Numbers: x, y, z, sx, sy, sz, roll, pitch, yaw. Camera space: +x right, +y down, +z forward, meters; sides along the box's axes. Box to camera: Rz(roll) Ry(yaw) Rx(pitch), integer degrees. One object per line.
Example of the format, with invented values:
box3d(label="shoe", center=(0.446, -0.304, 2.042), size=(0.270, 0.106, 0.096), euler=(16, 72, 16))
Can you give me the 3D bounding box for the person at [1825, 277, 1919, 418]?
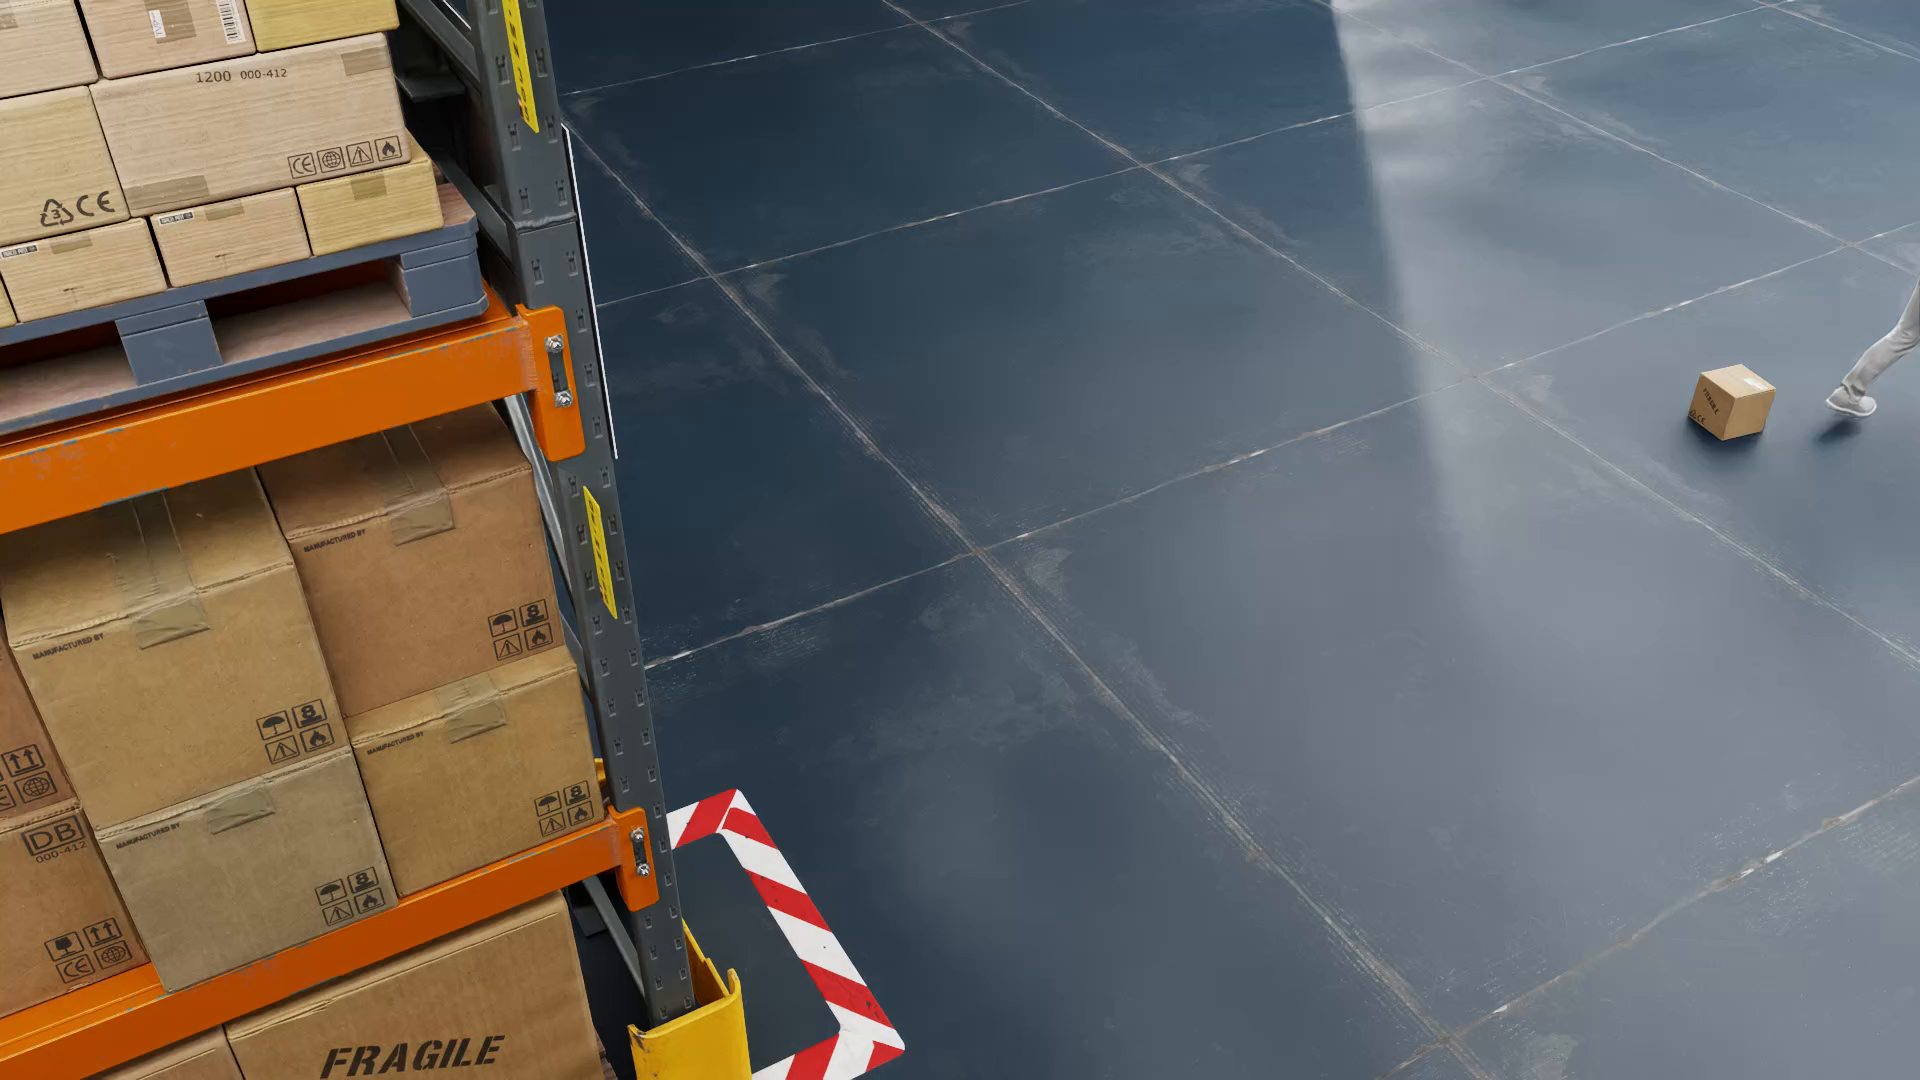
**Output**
box3d(label="person", center=(4.752, -1.286, 7.828), size=(0.967, 1.641, 0.508), euler=(-12, 39, -16))
